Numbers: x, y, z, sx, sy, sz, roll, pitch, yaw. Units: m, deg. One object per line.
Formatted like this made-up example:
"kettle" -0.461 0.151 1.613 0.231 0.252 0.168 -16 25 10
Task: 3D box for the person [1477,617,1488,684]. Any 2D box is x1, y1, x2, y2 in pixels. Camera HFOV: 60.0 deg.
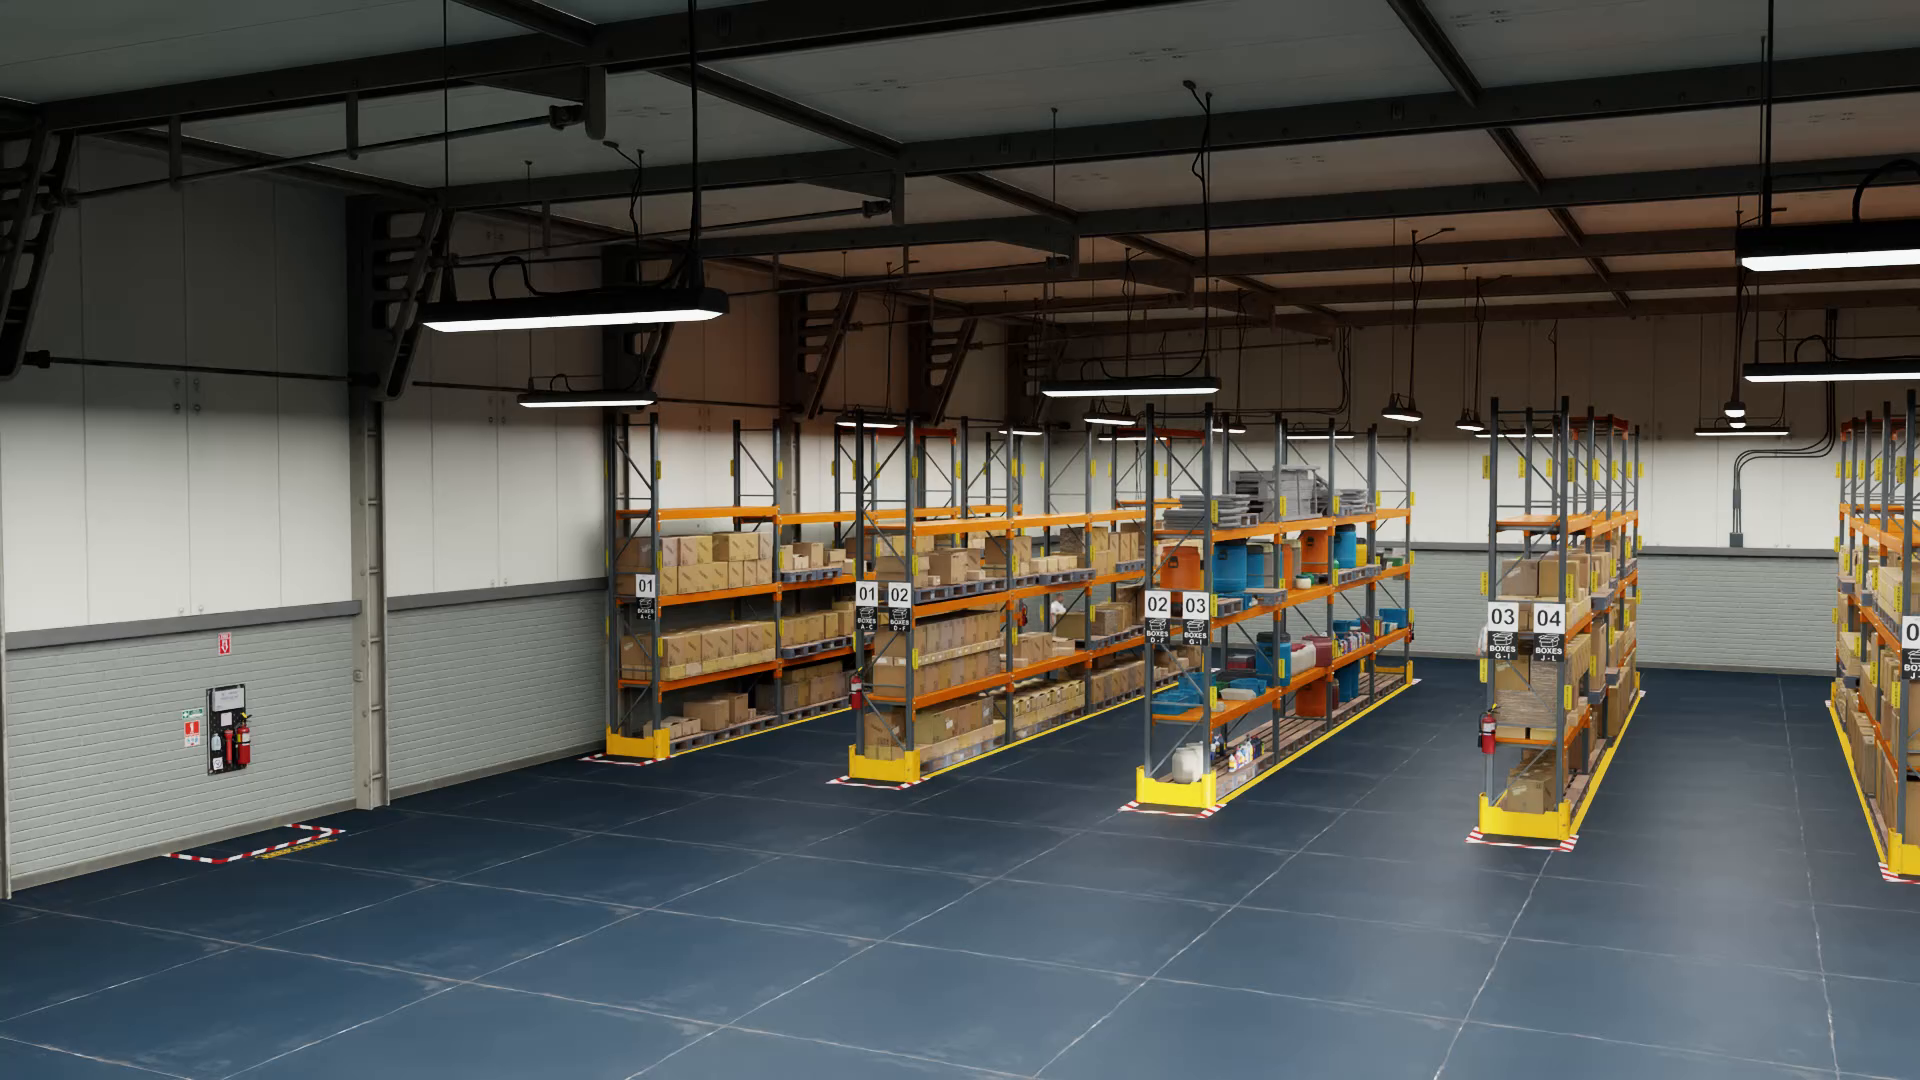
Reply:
"person" 12.188 2.534 38.112 0.638 1.721 1.084 1 3 22

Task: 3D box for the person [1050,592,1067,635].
"person" 2.574 2.254 44.340 0.640 1.740 0.588 2 3 43
